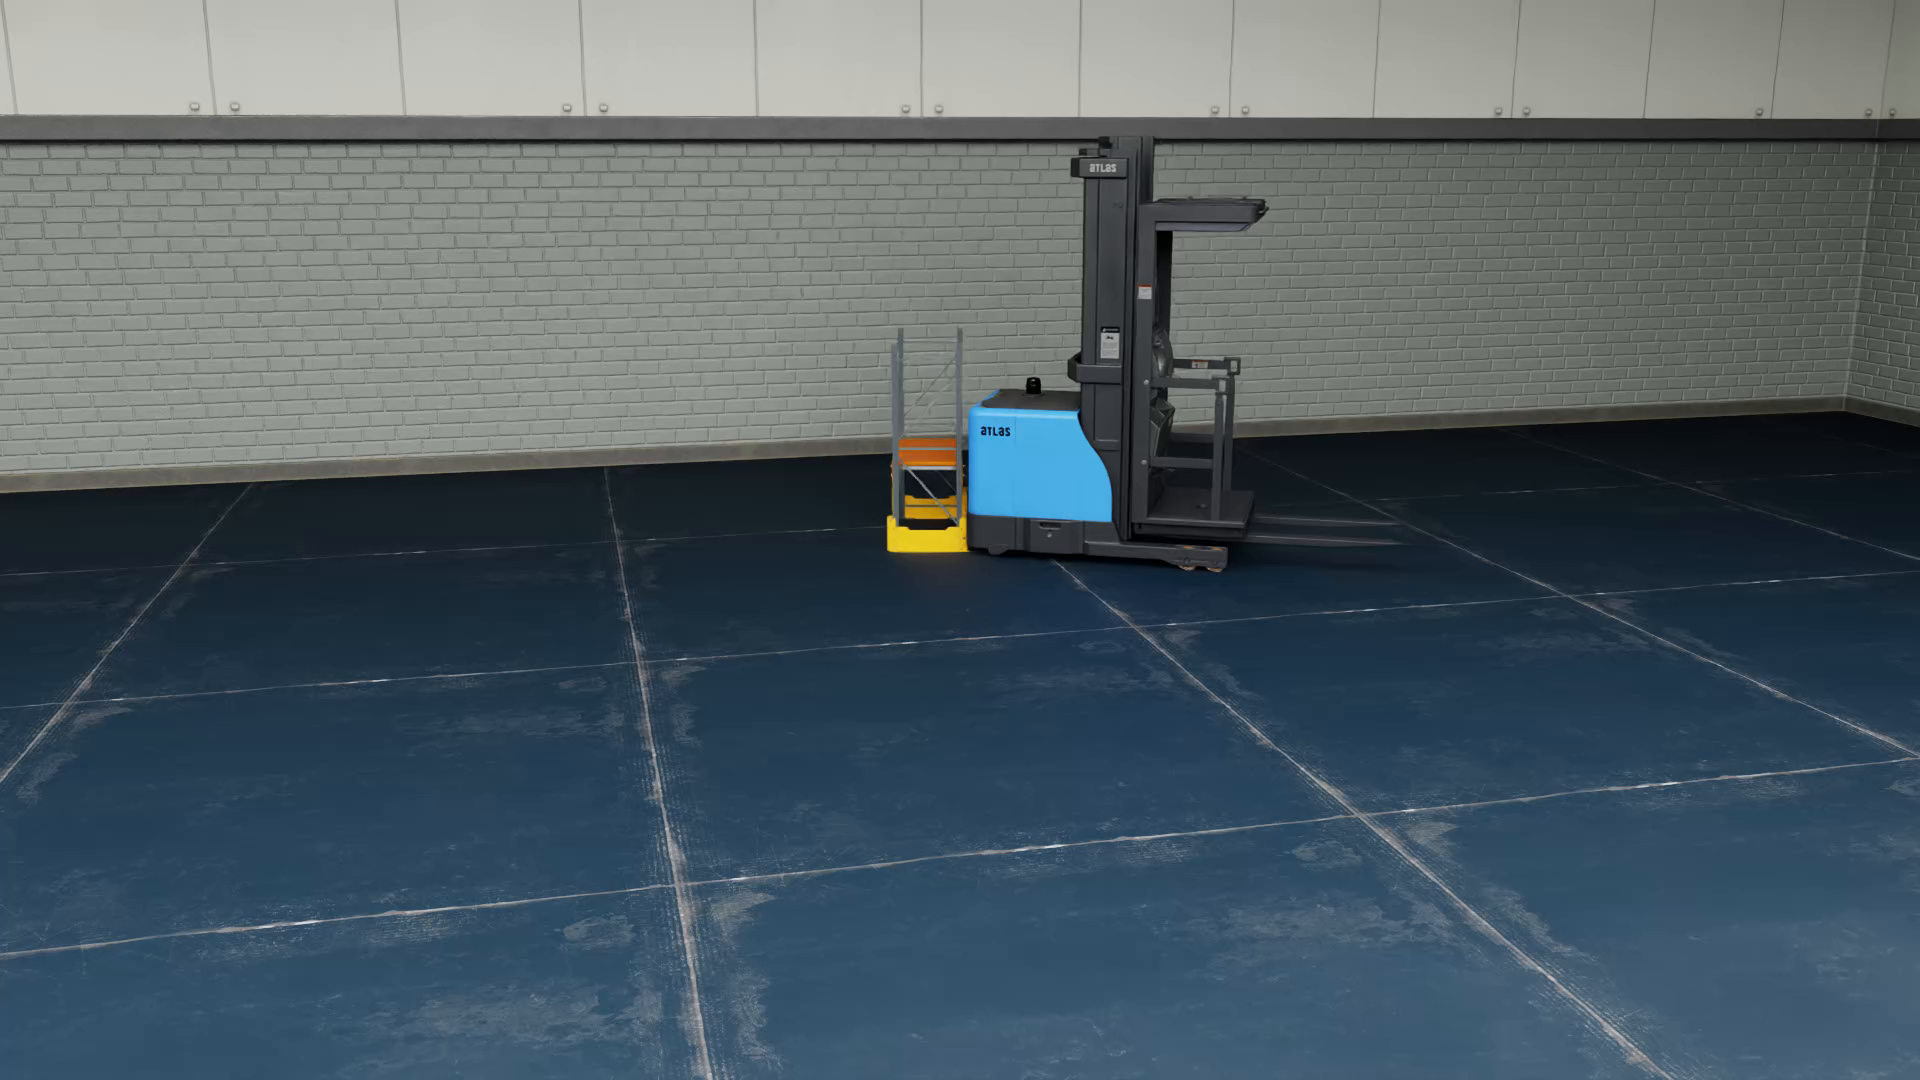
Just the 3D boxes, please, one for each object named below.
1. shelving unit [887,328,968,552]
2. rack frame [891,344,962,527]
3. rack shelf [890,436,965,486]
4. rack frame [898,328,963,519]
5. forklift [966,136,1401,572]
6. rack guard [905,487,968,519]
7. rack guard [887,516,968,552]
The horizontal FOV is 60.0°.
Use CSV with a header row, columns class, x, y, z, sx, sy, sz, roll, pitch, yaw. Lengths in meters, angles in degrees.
class,x,y,z,sx,sy,sz,roll,pitch,yaw
shelving unit,-0.231,-0.771,12.425,0.587,1.500,1.083,0,14,0
rack frame,-0.235,-0.653,11.940,0.500,1.500,0.032,0,14,0
rack shelf,-0.231,-0.599,12.476,0.538,0.185,1.000,0,14,0
rack frame,-0.228,-0.894,12.927,0.500,1.500,0.032,0,14,0
forklift,1.618,-1.341,11.739,3.031,2.935,1.130,3,14,13
rack guard,-0.228,-0.282,13.057,0.587,0.250,0.087,0,14,0
rack guard,-0.235,-0.046,12.089,0.587,0.250,0.087,0,14,0
